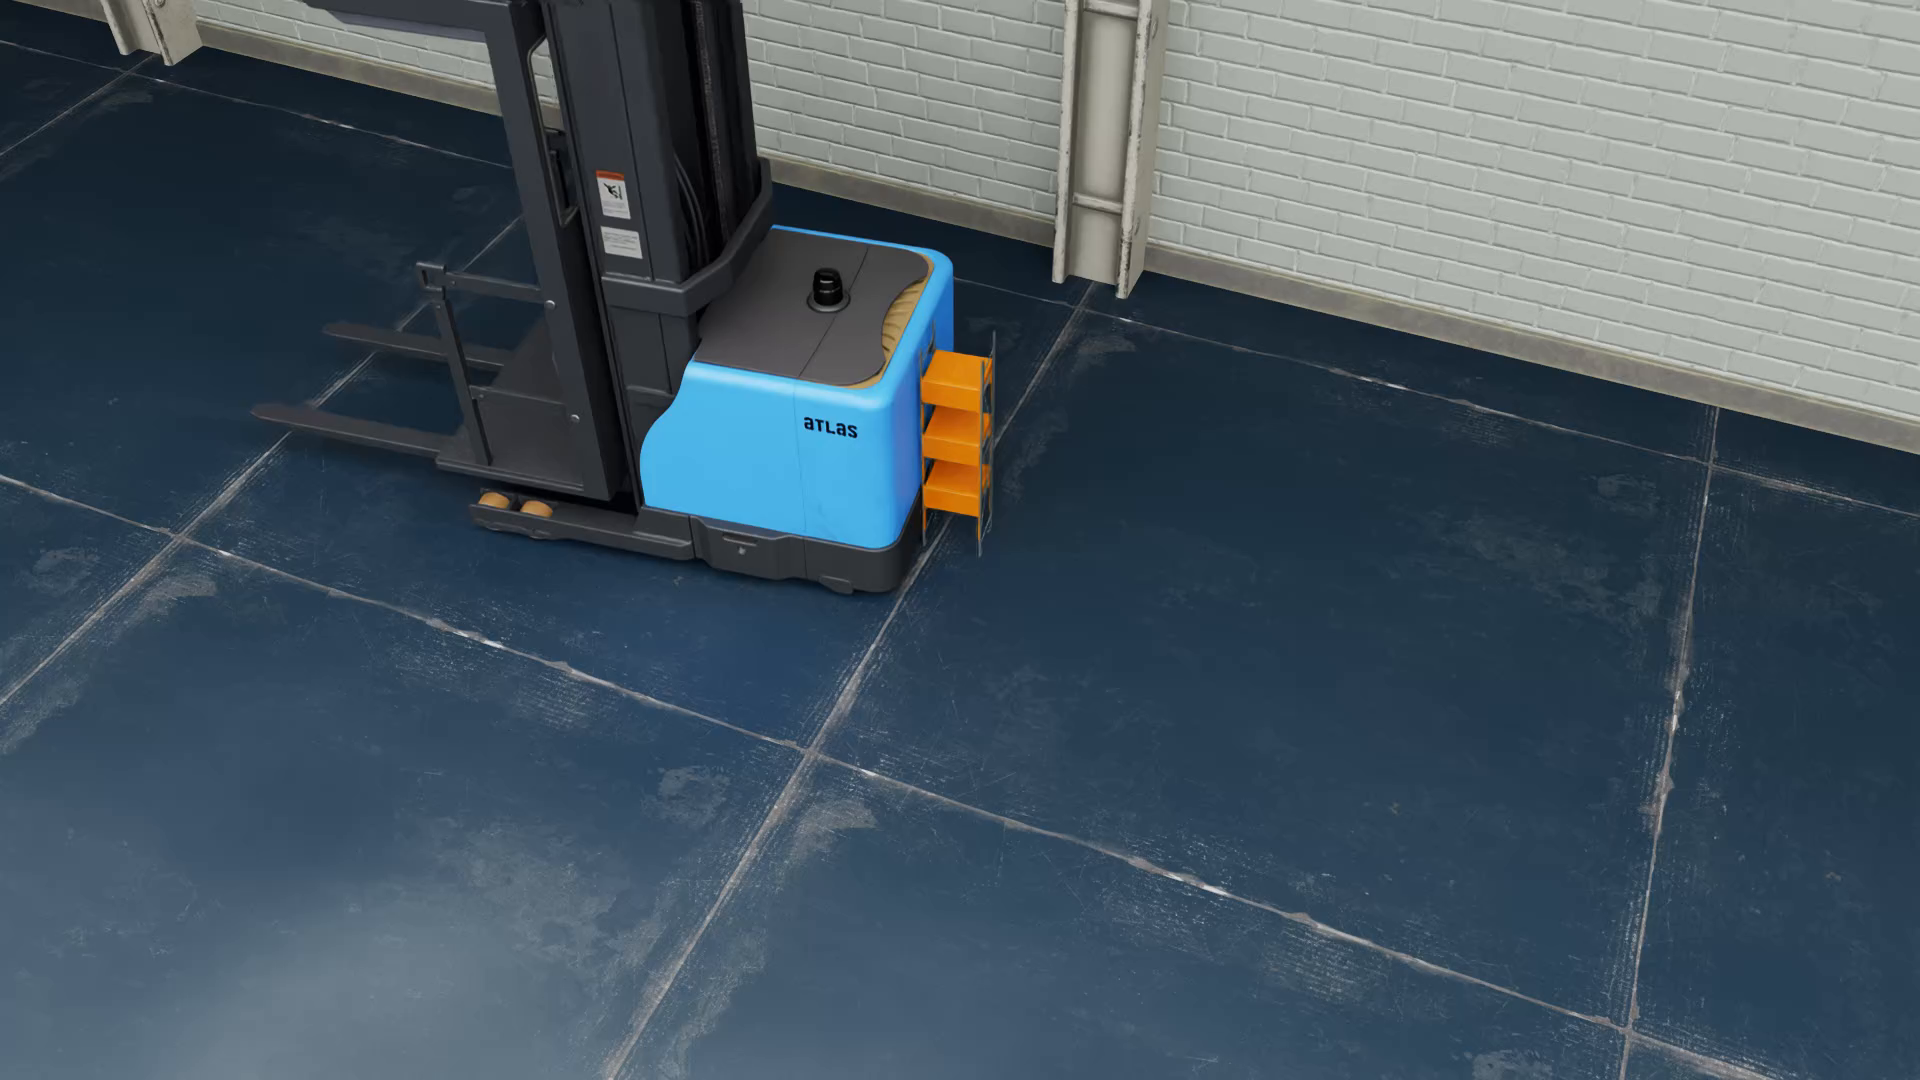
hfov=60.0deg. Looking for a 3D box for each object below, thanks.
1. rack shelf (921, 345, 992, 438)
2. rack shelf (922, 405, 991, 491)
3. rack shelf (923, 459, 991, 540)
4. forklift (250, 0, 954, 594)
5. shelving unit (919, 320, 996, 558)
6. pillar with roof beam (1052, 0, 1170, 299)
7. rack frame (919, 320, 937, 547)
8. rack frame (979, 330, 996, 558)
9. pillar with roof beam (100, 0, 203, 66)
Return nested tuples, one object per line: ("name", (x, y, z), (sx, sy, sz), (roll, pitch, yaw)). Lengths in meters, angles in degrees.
("rack shelf", (-0.009, -0.583, 6.543), (0.240, 0.259, 0.215), (11, 46, 11))
("rack shelf", (-0.009, -0.381, 6.742), (0.240, 0.259, 0.215), (11, 46, 11))
("rack shelf", (-0.010, -0.184, 6.938), (0.240, 0.259, 0.215), (11, 46, 11))
("forklift", (-1.588, -1.391, 6.409), (3.031, 2.935, 1.130), (11, 46, 11))
("shelving unit", (-0.009, -0.389, 6.735), (0.252, 1.050, 0.215), (11, 46, 11))
("pillar with roof beam", (-0.953, -1.743, 2.461), (0.400, 9.000, 9.100), (16, 47, 16))
("rack frame", (-0.127, -0.411, 6.757), (0.008, 1.050, 0.200), (11, 46, 11))
("rack frame", (0.108, -0.367, 6.712), (0.008, 1.050, 0.200), (11, 46, 11))
("pillar with roof beam", (-6.491, -3.372, 4.098), (0.400, 9.000, 9.100), (16, 47, 16))
